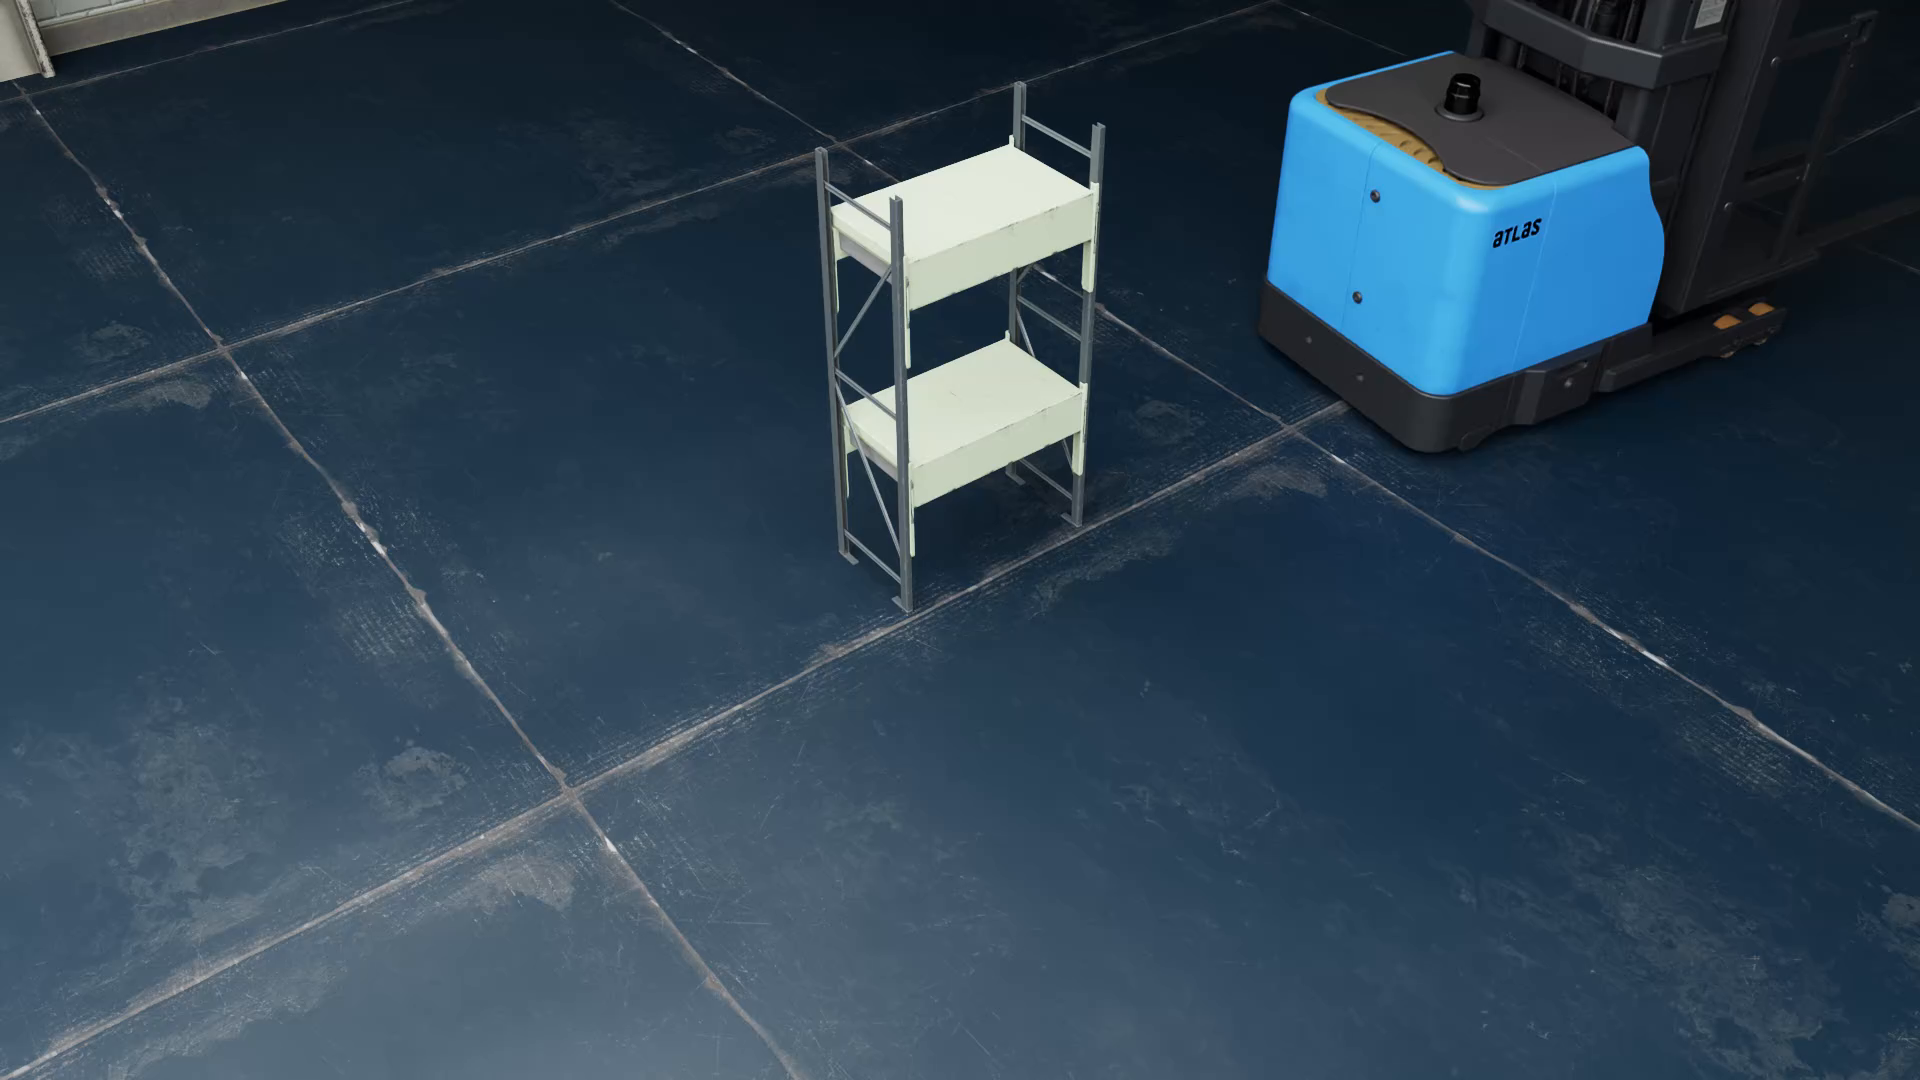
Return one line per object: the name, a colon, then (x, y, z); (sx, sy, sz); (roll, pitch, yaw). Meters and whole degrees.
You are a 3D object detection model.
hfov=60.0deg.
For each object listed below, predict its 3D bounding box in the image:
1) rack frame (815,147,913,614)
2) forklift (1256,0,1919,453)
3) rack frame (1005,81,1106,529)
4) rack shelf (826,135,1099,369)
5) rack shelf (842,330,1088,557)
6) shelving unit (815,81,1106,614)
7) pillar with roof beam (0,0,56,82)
rack frame: (-0.285, -0.441, 5.105); (0.023, 1.500, 0.400); (-26, 46, -28)
forklift: (2.725, -2.132, 6.038); (3.031, 2.935, 1.130); (-20, 43, -22)
rack frame: (0.295, -0.724, 5.450); (0.023, 1.500, 0.400); (-26, 46, -28)
rack shelf: (0.005, -0.884, 5.030); (0.720, 0.370, 0.431); (-26, 46, -28)
rack shelf: (0.005, -0.330, 5.484); (0.720, 0.370, 0.431); (-26, 46, -28)
shelving unit: (0.005, -0.582, 5.277); (0.755, 1.500, 0.431); (-26, 46, -28)
pillar with roof beam: (-2.366, -3.752, 3.229); (0.400, 9.000, 9.100); (-26, 46, -28)
